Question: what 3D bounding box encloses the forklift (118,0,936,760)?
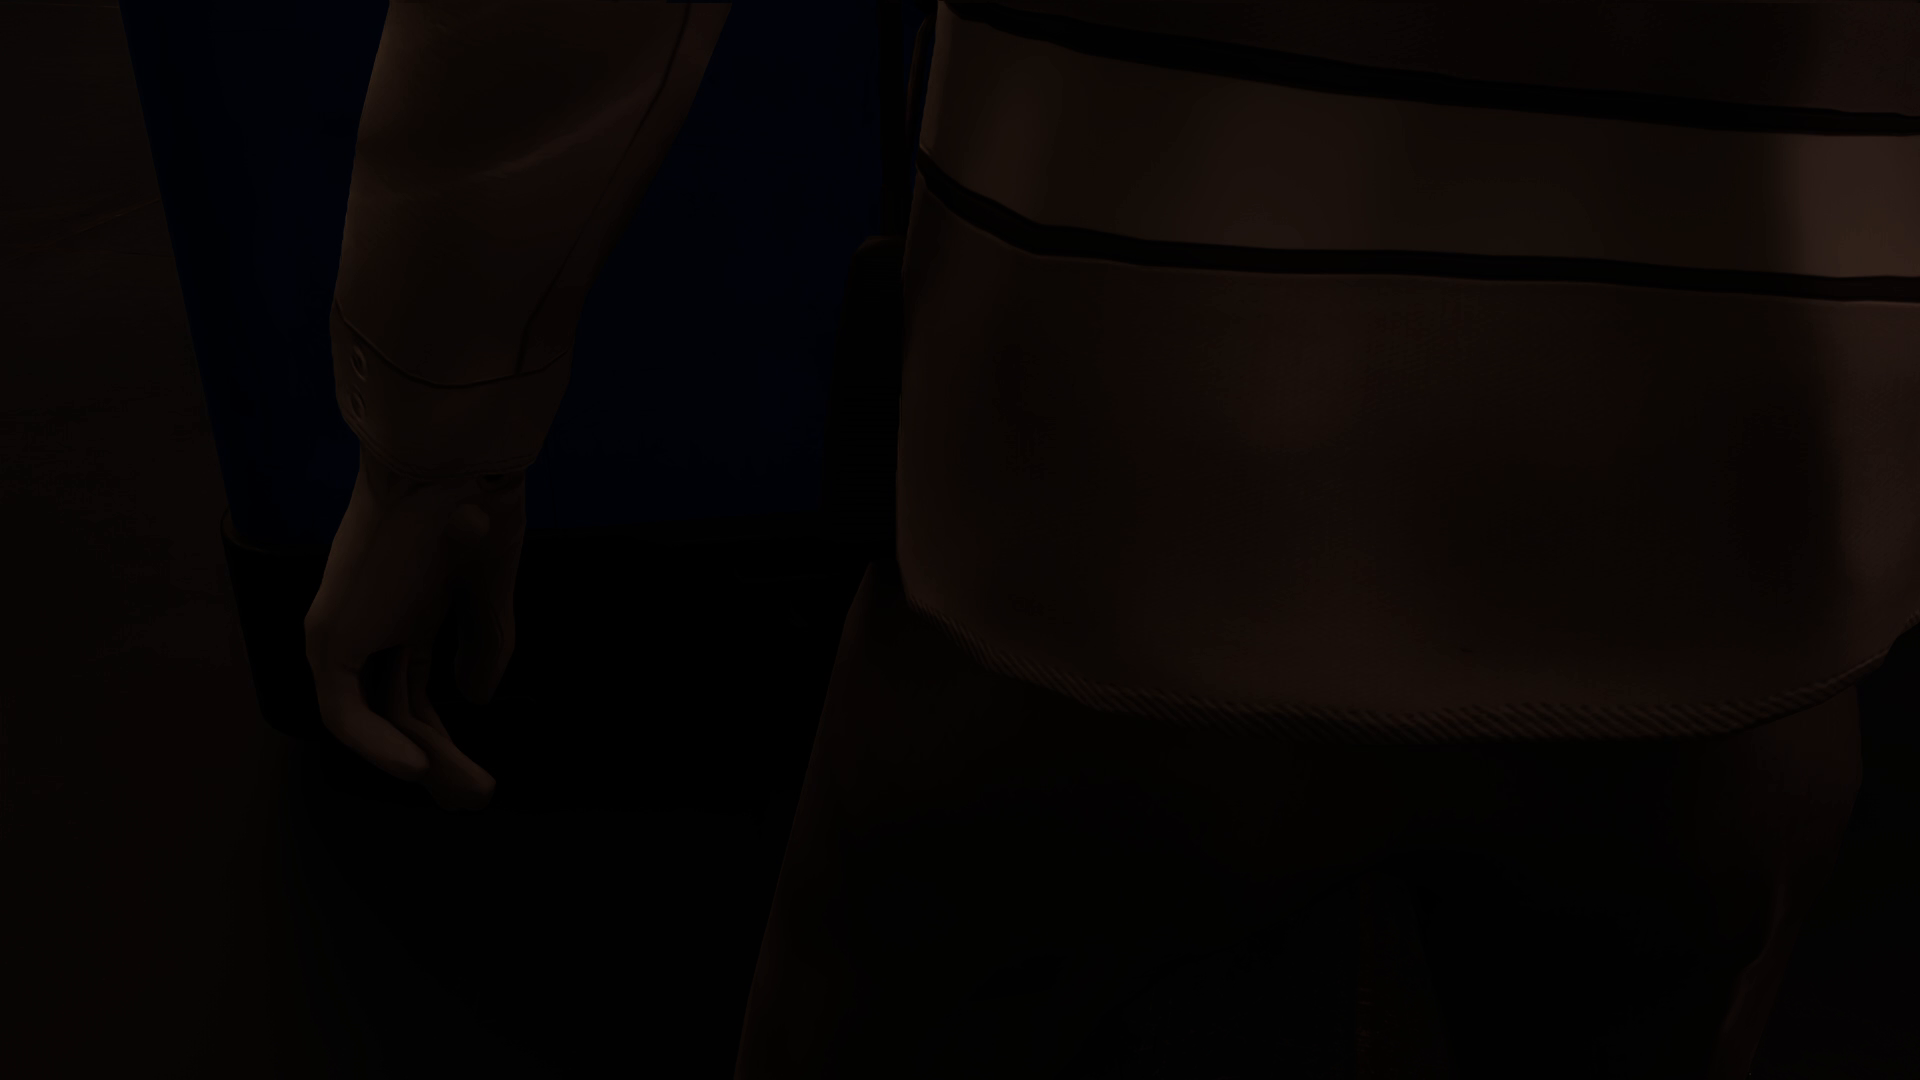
[{"bbox_3d":[0.600,-1.354,1.930,3.031,2.935,1.130,-4,27,-9],"label":"forklift"}]
